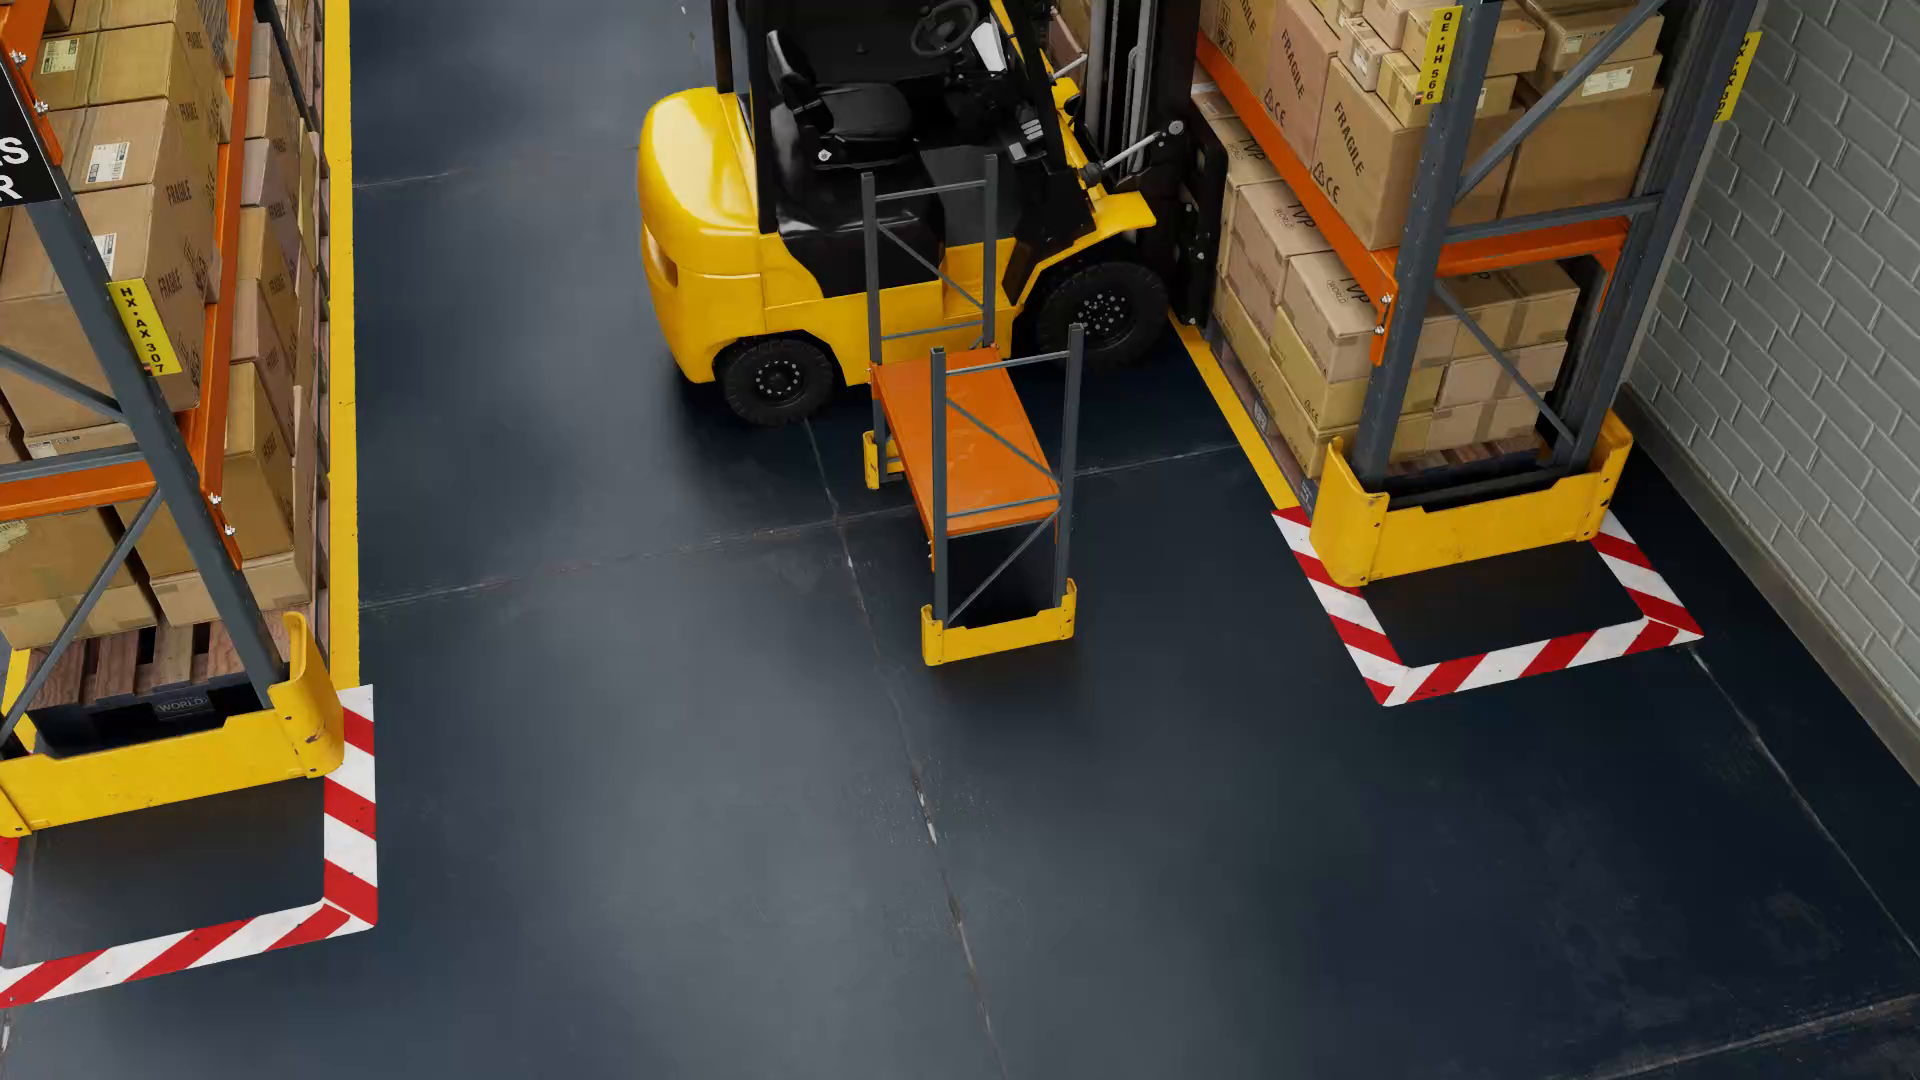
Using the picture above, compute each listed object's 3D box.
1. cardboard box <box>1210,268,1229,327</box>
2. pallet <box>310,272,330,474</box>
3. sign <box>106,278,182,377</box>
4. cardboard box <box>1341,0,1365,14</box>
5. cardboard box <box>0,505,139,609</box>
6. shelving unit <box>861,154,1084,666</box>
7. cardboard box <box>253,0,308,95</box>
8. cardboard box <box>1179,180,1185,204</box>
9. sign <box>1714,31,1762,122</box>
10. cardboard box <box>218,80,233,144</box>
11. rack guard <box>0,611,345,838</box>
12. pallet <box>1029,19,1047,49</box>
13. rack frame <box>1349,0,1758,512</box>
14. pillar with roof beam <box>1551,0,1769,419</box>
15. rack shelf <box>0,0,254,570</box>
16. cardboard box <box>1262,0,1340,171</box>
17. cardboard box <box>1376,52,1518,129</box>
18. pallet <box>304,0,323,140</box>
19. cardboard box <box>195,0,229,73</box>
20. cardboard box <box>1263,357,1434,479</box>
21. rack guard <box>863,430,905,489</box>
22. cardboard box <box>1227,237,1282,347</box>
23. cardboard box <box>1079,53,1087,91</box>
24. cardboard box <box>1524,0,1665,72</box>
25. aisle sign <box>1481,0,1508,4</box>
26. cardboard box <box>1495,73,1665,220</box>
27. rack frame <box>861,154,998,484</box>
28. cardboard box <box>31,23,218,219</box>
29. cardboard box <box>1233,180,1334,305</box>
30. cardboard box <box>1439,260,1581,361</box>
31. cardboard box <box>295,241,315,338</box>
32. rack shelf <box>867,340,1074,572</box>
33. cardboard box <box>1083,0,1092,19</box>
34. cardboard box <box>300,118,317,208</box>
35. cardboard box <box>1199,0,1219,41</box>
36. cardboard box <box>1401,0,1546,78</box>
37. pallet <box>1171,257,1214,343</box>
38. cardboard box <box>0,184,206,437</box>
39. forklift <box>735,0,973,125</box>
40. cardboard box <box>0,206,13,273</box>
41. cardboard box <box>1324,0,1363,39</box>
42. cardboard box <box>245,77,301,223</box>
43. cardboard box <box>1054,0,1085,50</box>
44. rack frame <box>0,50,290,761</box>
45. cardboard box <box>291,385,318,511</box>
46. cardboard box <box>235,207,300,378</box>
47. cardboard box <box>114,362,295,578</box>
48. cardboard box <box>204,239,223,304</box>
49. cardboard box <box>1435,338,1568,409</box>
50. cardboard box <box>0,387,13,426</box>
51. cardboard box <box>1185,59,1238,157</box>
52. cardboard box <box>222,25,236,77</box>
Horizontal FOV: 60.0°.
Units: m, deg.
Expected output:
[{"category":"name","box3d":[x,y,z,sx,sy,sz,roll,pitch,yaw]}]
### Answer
[{"category":"cardboard box","box3d":[1.343,-1.238,7.494,0.500,0.250,0.500,-10,46,-10]},{"category":"pallet","box3d":[-3.293,-0.669,7.258,1.003,0.211,1.213,-11,47,-10]},{"category":"sign","box3d":[-2.267,-0.587,4.618,0.100,0.325,0.005,-11,47,-10]},{"category":"cardboard box","box3d":[1.525,-2.010,5.887,0.380,0.149,0.250,-10,46,-9]},{"category":"cardboard box","box3d":[-3.248,-0.137,5.890,0.500,0.500,0.500,-10,46,-10]},{"category":"shelving unit","box3d":[0.020,-0.472,6.163,0.587,1.500,1.083,-11,47,-10]},{"category":"cardboard box","box3d":[-3.952,-2.535,8.680,0.950,0.372,0.625,-10,46,-10]},{"category":"cardboard box","box3d":[1.184,-1.780,7.675,0.500,0.250,0.500,-11,47,-10]},{"category":"sign","box3d":[2.544,-1.522,5.480,0.100,0.325,0.005,-11,47,-10]},{"category":"cardboard box","box3d":[-3.037,-1.638,6.431,0.380,0.149,0.250,-10,46,-10]},{"category":"rack guard","box3d":[-2.811,0.638,5.774,1.175,0.500,0.348,-11,47,-10]},{"category":"pallet","box3d":[0.756,-3.382,9.916,1.003,0.211,1.213,-11,47,-10]},{"category":"rack frame","box3d":[2.006,-1.094,5.722,1.000,3.000,0.127,-11,47,-10]},{"category":"pillar with roof beam","box3d":[-1.462,-3.053,3.441,9.100,9.000,0.400,-11,47,-10]},{"category":"rack shelf","box3d":[-3.303,-1.313,6.440,1.077,0.370,4.000,-11,47,-10]},{"category":"cardboard box","box3d":[1.503,-1.781,6.325,0.500,0.500,0.500,-9,46,-9]},{"category":"cardboard box","box3d":[1.647,-1.545,5.639,0.380,0.149,0.250,-10,46,-10]},{"category":"pallet","box3d":[-4.016,-2.507,9.059,1.003,0.211,1.213,-11,47,-10]},{"category":"cardboard box","box3d":[-3.185,-2.112,6.441,0.500,0.500,0.500,-10,46,-9]},{"category":"cardboard box","box3d":[1.581,-0.546,6.816,0.500,0.250,0.500,-10,46,-10]},{"category":"rack guard","box3d":[-0.108,-0.379,6.946,0.587,0.250,0.087,-11,47,-10]},{"category":"cardboard box","box3d":[1.462,-1.081,6.990,0.500,0.250,0.500,-11,47,-11]},{"category":"cardboard box","box3d":[0.931,-2.298,8.533,0.500,0.250,0.500,-12,47,-11]},{"category":"cardboard box","box3d":[2.127,-1.731,5.614,0.380,0.149,0.250,-12,47,-11]},{"category":"aisle sign","box3d":[1.739,-1.905,4.697,0.394,0.787,0.004,-11,47,-10]},{"category":"cardboard box","box3d":[2.148,-1.522,6.071,0.500,0.500,0.500,-9,46,-9]},{"category":"rack frame","box3d":[-0.108,-0.817,6.501,0.500,1.500,0.032,-11,47,-10]},{"category":"cardboard box","box3d":[-2.912,-1.410,5.753,0.500,0.500,0.500,-12,47,-11]},{"category":"cardboard box","box3d":[1.450,-1.241,6.797,0.500,0.250,0.500,-10,46,-10]},{"category":"cardboard box","box3d":[2.066,-0.995,6.556,0.500,0.250,0.500,-11,47,-11]},{"category":"cardboard box","box3d":[-3.132,-1.054,7.314,0.500,0.250,0.500,-10,46,-10]},{"category":"rack shelf","box3d":[0.022,-0.340,6.285,0.538,0.185,1.000,-11,47,-10]},{"category":"cardboard box","box3d":[0.924,-2.644,8.172,0.500,0.250,0.500,-11,47,-10]},{"category":"cardboard box","box3d":[-3.404,-1.771,8.017,0.500,0.250,0.500,-9,46,-9]},{"category":"cardboard box","box3d":[1.232,-2.480,7.010,0.500,0.500,0.500,-10,46,-10]},{"category":"cardboard box","box3d":[1.711,-1.669,5.553,0.380,0.149,0.250,-11,47,-10]},{"category":"pallet","box3d":[1.461,-1.479,8.052,1.003,0.211,1.213,-11,47,-10]},{"category":"cardboard box","box3d":[-2.644,-0.701,5.059,0.500,0.500,0.500,-11,47,-11]},{"category":"forklift","box3d":[-0.466,-3.472,8.101,1.130,2.935,3.031,-12,47,-12]},{"category":"cardboard box","box3d":[-3.133,-0.986,4.638,0.700,0.500,0.500,-12,47,-11]},{"category":"cardboard box","box3d":[1.545,-1.906,5.993,0.380,0.149,0.250,-10,46,-10]},{"category":"cardboard box","box3d":[-3.272,-1.683,7.405,0.500,0.500,0.500,-10,46,-10]},{"category":"cardboard box","box3d":[0.808,-2.825,8.700,0.500,0.250,0.500,-11,47,-11]},{"category":"rack frame","box3d":[-2.791,-0.184,4.830,1.000,3.000,0.127,-11,47,-10]},{"category":"cardboard box","box3d":[-2.854,-0.330,6.604,0.500,0.250,0.500,-9,46,-9]},{"category":"cardboard box","box3d":[-2.995,-0.963,6.700,0.500,0.500,0.500,-10,46,-10]},{"category":"cardboard box","box3d":[-2.737,-0.255,6.006,0.500,0.500,0.500,-12,47,-12]},{"category":"cardboard box","box3d":[-2.766,-0.922,5.729,0.380,0.149,0.250,-10,46,-10]},{"category":"cardboard box","box3d":[2.087,-0.817,6.731,0.500,0.250,0.500,-10,46,-10]},{"category":"cardboard box","box3d":[-3.196,-0.648,5.006,0.500,0.500,0.500,-11,47,-11]},{"category":"cardboard box","box3d":[1.189,-1.939,7.481,0.500,0.250,0.500,-12,47,-11]},{"category":"cardboard box","box3d":[-3.175,-1.991,6.777,0.380,0.149,0.250,-11,47,-11]}]
